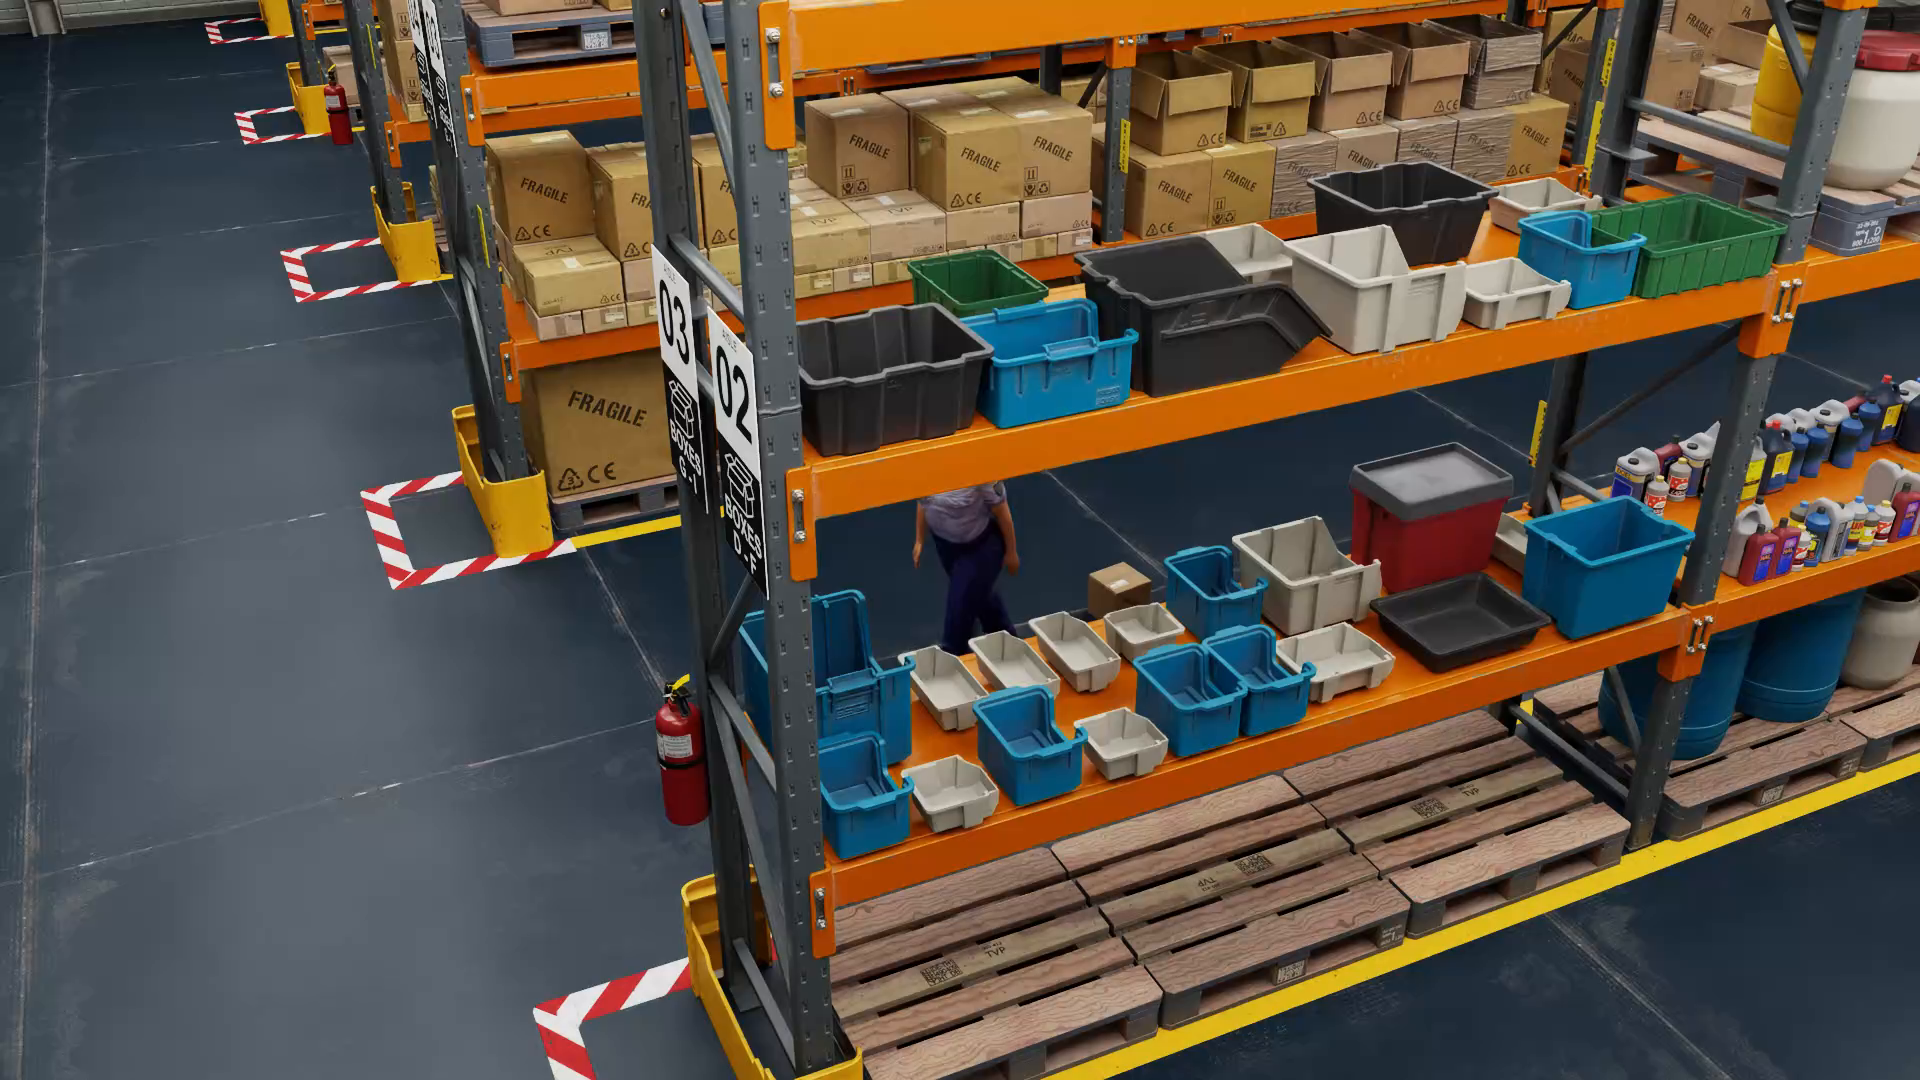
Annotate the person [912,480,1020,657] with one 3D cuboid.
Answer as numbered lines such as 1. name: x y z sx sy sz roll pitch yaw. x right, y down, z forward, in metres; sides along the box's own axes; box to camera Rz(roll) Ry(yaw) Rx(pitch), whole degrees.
1. person: -0.020 0.043 8.377 0.892 1.603 0.506 -24 38 -36
